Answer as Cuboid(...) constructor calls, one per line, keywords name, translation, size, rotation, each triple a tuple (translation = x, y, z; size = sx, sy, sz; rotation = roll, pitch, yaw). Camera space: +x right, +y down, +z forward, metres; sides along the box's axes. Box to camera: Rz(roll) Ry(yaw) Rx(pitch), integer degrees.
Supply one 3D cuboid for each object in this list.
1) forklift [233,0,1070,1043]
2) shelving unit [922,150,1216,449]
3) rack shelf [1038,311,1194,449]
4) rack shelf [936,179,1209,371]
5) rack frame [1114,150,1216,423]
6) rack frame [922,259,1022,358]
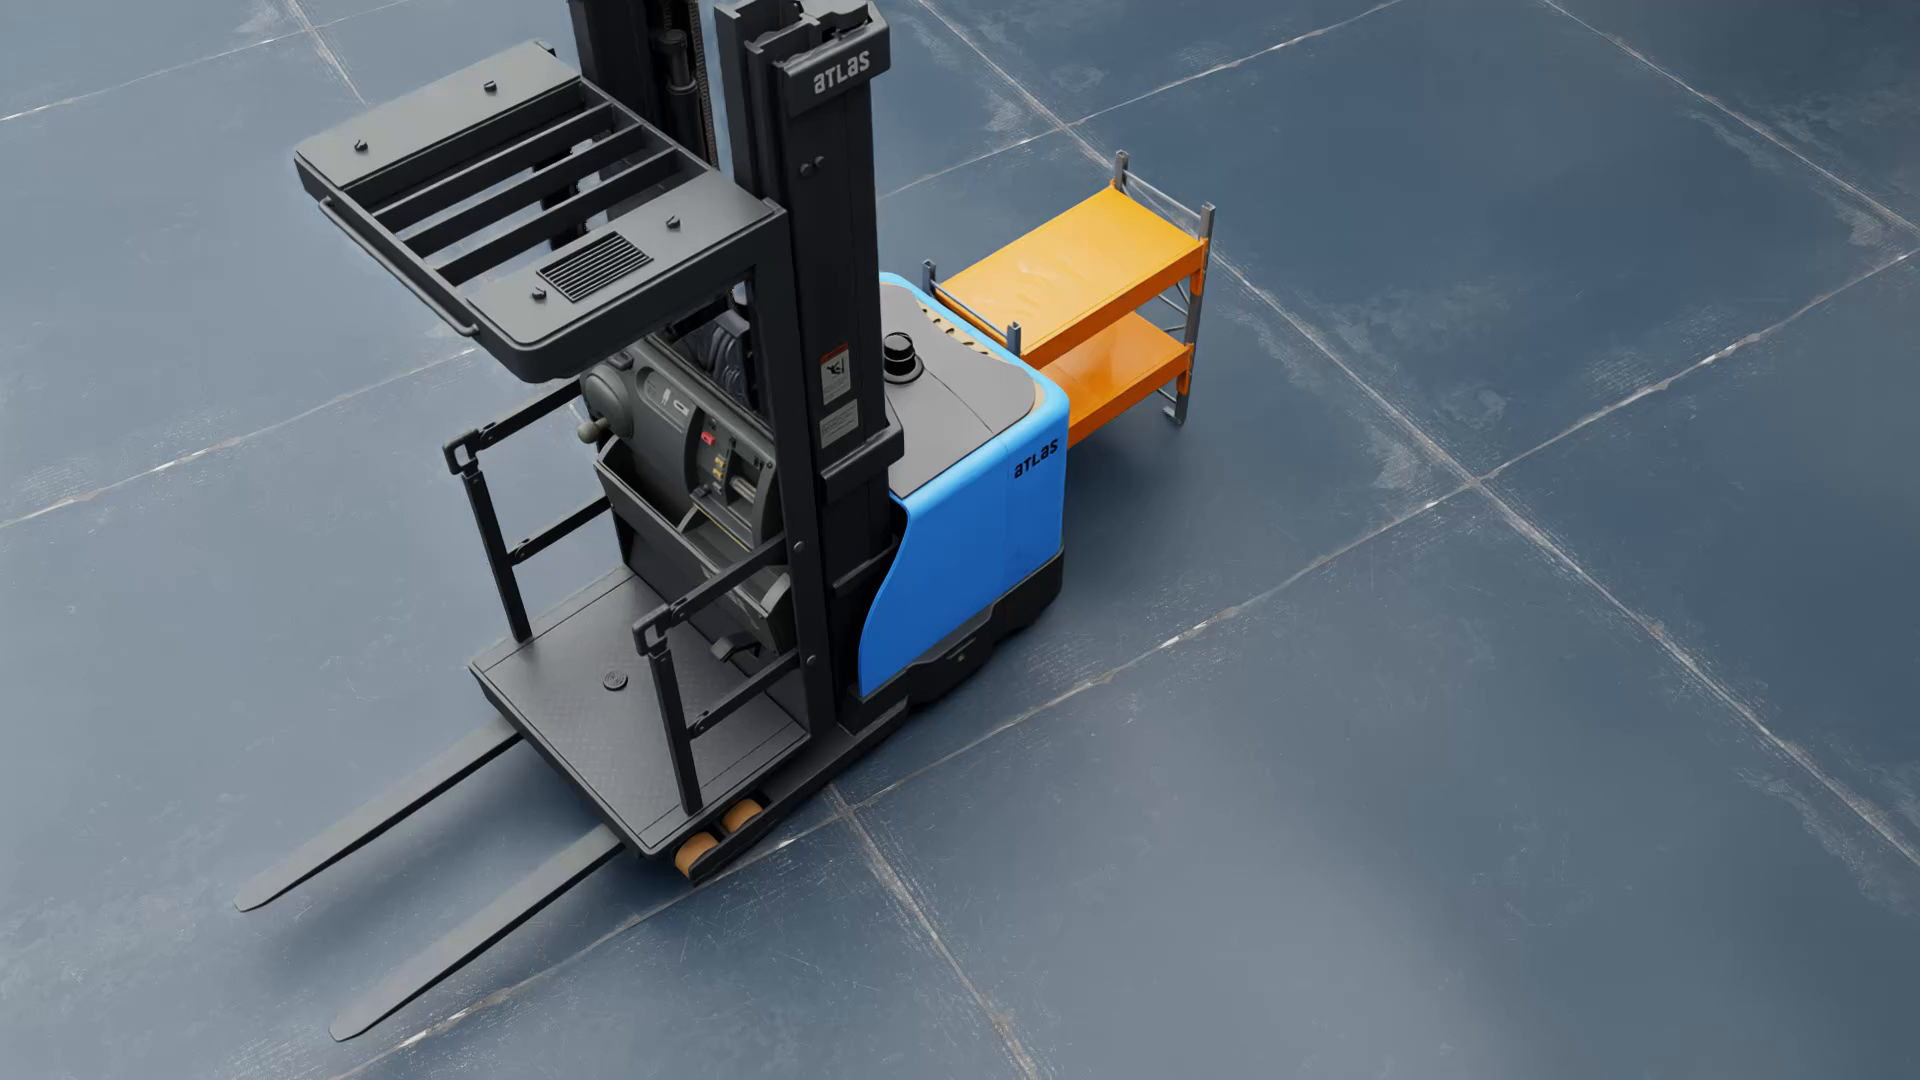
Cuboid(name="forklift", translation=(-1.020, -0.262, 4.966), size=(3.031, 2.935, 1.130), rotation=(-35, 57, -27))
Cuboid(name="shelving unit", translation=(0.416, -0.766, 6.624), size=(1.048, 1.125, 0.538), rotation=(-34, 57, -27))
Cuboid(name="rack shelf", translation=(0.416, -0.603, 6.807), size=(1.000, 0.278, 0.538), rotation=(-34, 57, -27))
Cuboid(name="rack shelf", translation=(0.416, -0.961, 6.406), size=(1.000, 0.278, 0.538), rotation=(-34, 57, -27))
Cuboid(name="rack frame", translation=(0.793, -1.021, 6.851), size=(0.032, 1.125, 0.500), rotation=(-34, 57, -27))
Cuboid(name="rack frame", translation=(0.039, -0.511, 6.397), size=(0.032, 1.125, 0.500), rotation=(-34, 57, -27))
